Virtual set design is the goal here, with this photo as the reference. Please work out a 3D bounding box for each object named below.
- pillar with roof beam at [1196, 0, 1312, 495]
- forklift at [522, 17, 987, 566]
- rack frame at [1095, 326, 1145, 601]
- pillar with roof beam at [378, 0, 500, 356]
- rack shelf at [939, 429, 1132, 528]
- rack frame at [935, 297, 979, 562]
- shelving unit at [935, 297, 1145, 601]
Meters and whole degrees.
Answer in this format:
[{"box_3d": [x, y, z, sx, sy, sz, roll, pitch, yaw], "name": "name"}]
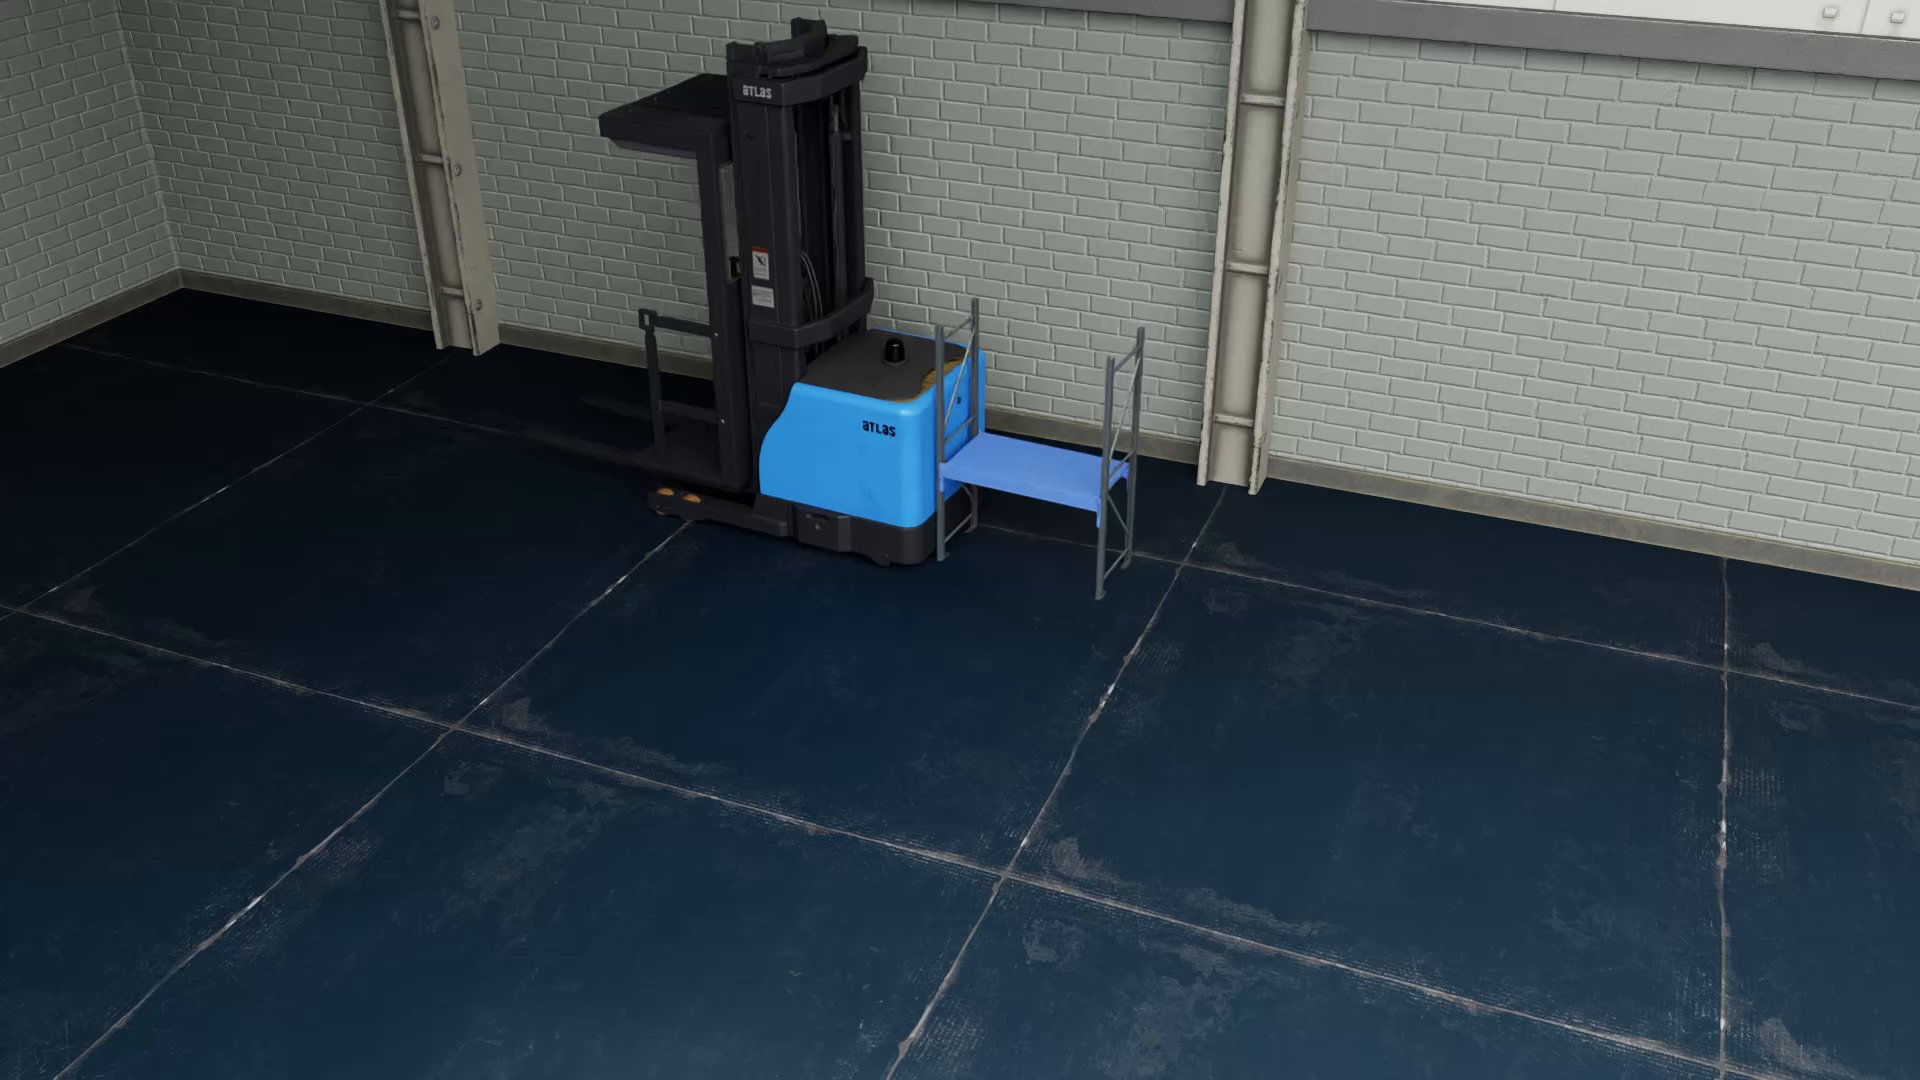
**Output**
[{"box_3d": [0.157, -2.351, 5.175, 0.400, 9.000, 9.100, 11, 31, 19], "name": "pillar with roof beam"}, {"box_3d": [-1.385, -1.609, 10.029, 3.031, 2.935, 1.130, 14, 32, 22], "name": "forklift"}, {"box_3d": [0.900, -0.416, 9.374, 0.032, 1.500, 0.500, 14, 32, 22], "name": "rack frame"}, {"box_3d": [-5.403, -3.461, 7.139, 0.400, 9.000, 9.100, 11, 31, 19], "name": "pillar with roof beam"}, {"box_3d": [0.444, -0.369, 9.656, 1.000, 0.185, 0.538, 14, 32, 22], "name": "rack shelf"}, {"box_3d": [-0.013, -0.636, 9.762, 0.032, 1.500, 0.500, 14, 32, 22], "name": "rack frame"}, {"box_3d": [0.444, -0.526, 9.568, 1.048, 1.500, 0.538, 14, 32, 22], "name": "shelving unit"}]
